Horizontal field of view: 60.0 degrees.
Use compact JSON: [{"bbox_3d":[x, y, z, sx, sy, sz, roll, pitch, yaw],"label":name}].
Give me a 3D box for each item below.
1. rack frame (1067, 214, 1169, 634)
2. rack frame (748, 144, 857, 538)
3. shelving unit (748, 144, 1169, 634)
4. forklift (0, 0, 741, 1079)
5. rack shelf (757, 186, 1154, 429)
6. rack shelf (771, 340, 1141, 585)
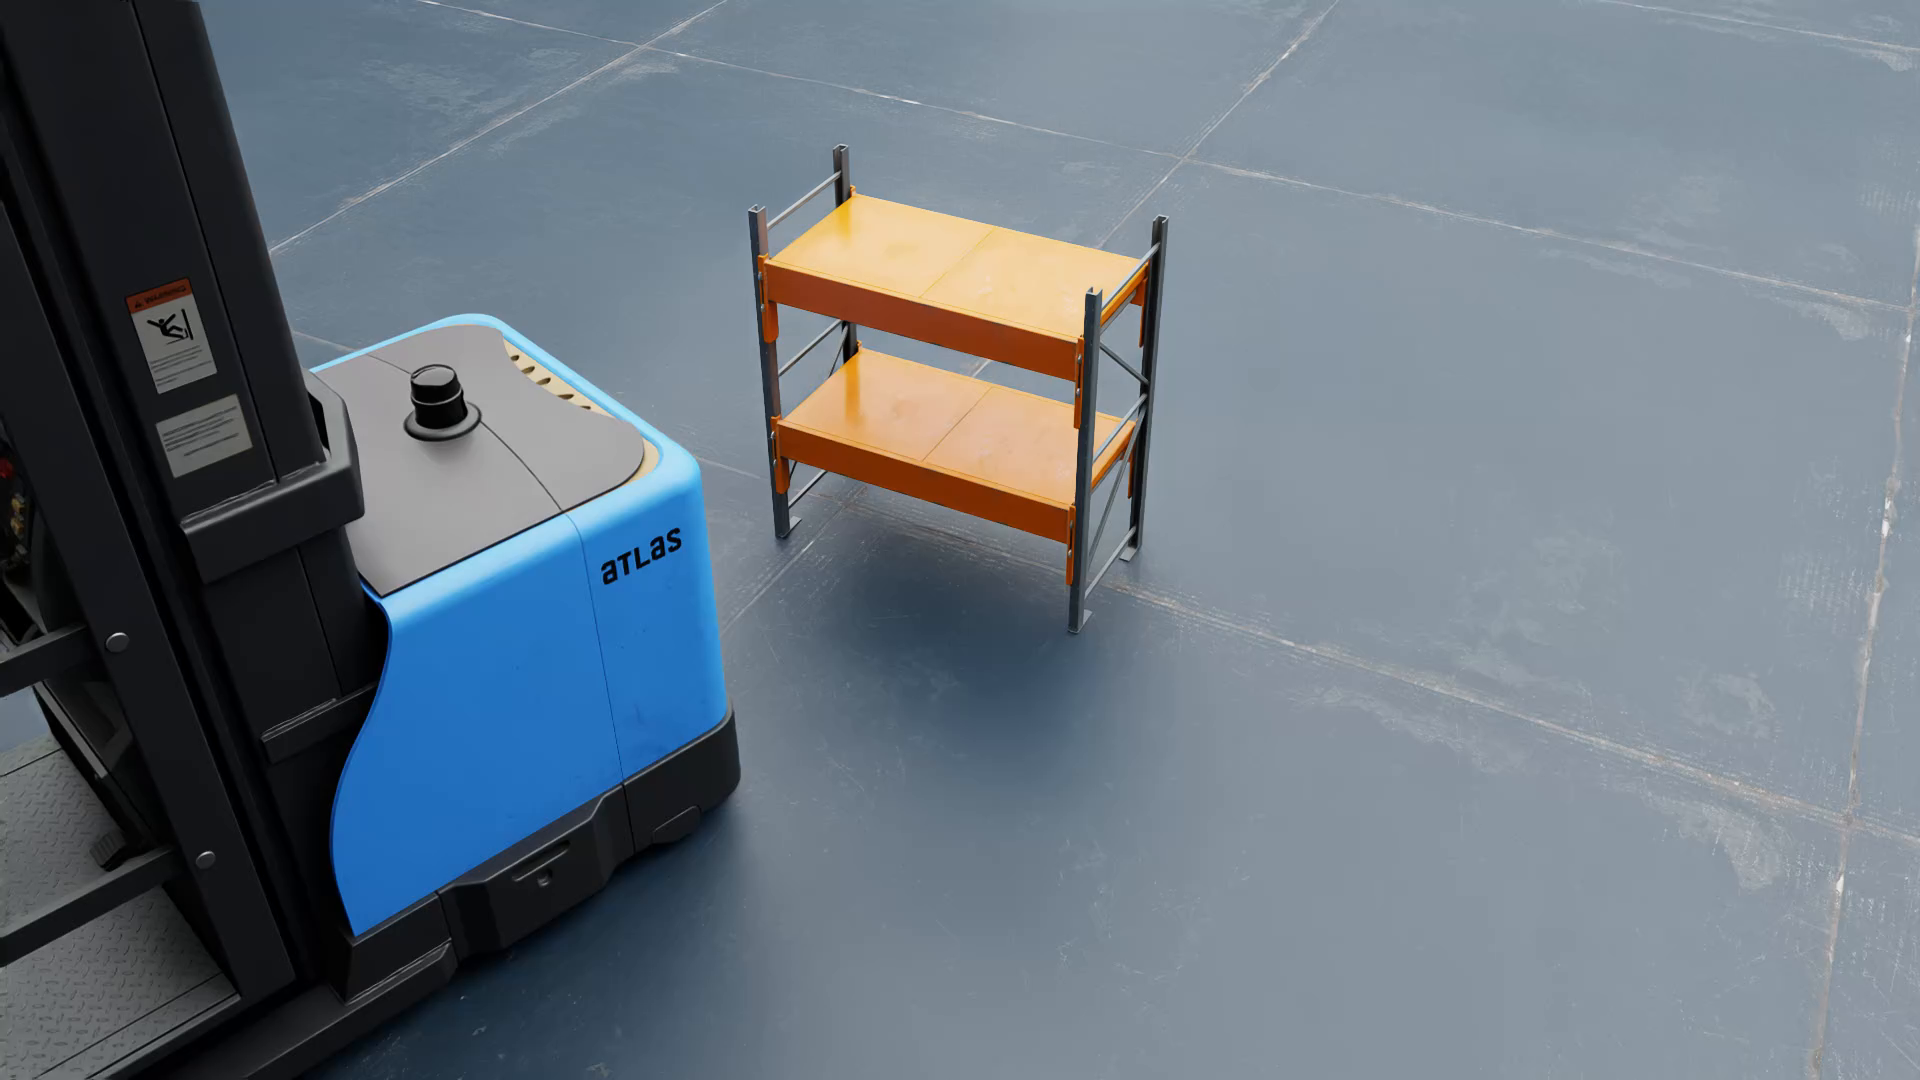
[{"bbox_3d":[0.445,-0.309,4.726,0.032,1.125,0.500,17,41,21],"label":"rack frame"},{"bbox_3d":[-0.457,-0.591,5.099,0.032,1.125,0.500,17,41,21],"label":"rack frame"},{"bbox_3d":[-0.006,-0.450,4.912,1.048,1.125,0.538,17,41,21],"label":"shelving unit"},{"bbox_3d":[-1.991,-0.097,2.954,3.031,2.935,1.130,-29,46,-33],"label":"forklift"},{"bbox_3d":[-0.006,-0.683,4.735,1.000,0.278,0.538,17,41,21],"label":"rack shelf"},{"bbox_3d":[-0.006,-0.255,5.060,1.000,0.278,0.538,17,41,21],"label":"rack shelf"}]
